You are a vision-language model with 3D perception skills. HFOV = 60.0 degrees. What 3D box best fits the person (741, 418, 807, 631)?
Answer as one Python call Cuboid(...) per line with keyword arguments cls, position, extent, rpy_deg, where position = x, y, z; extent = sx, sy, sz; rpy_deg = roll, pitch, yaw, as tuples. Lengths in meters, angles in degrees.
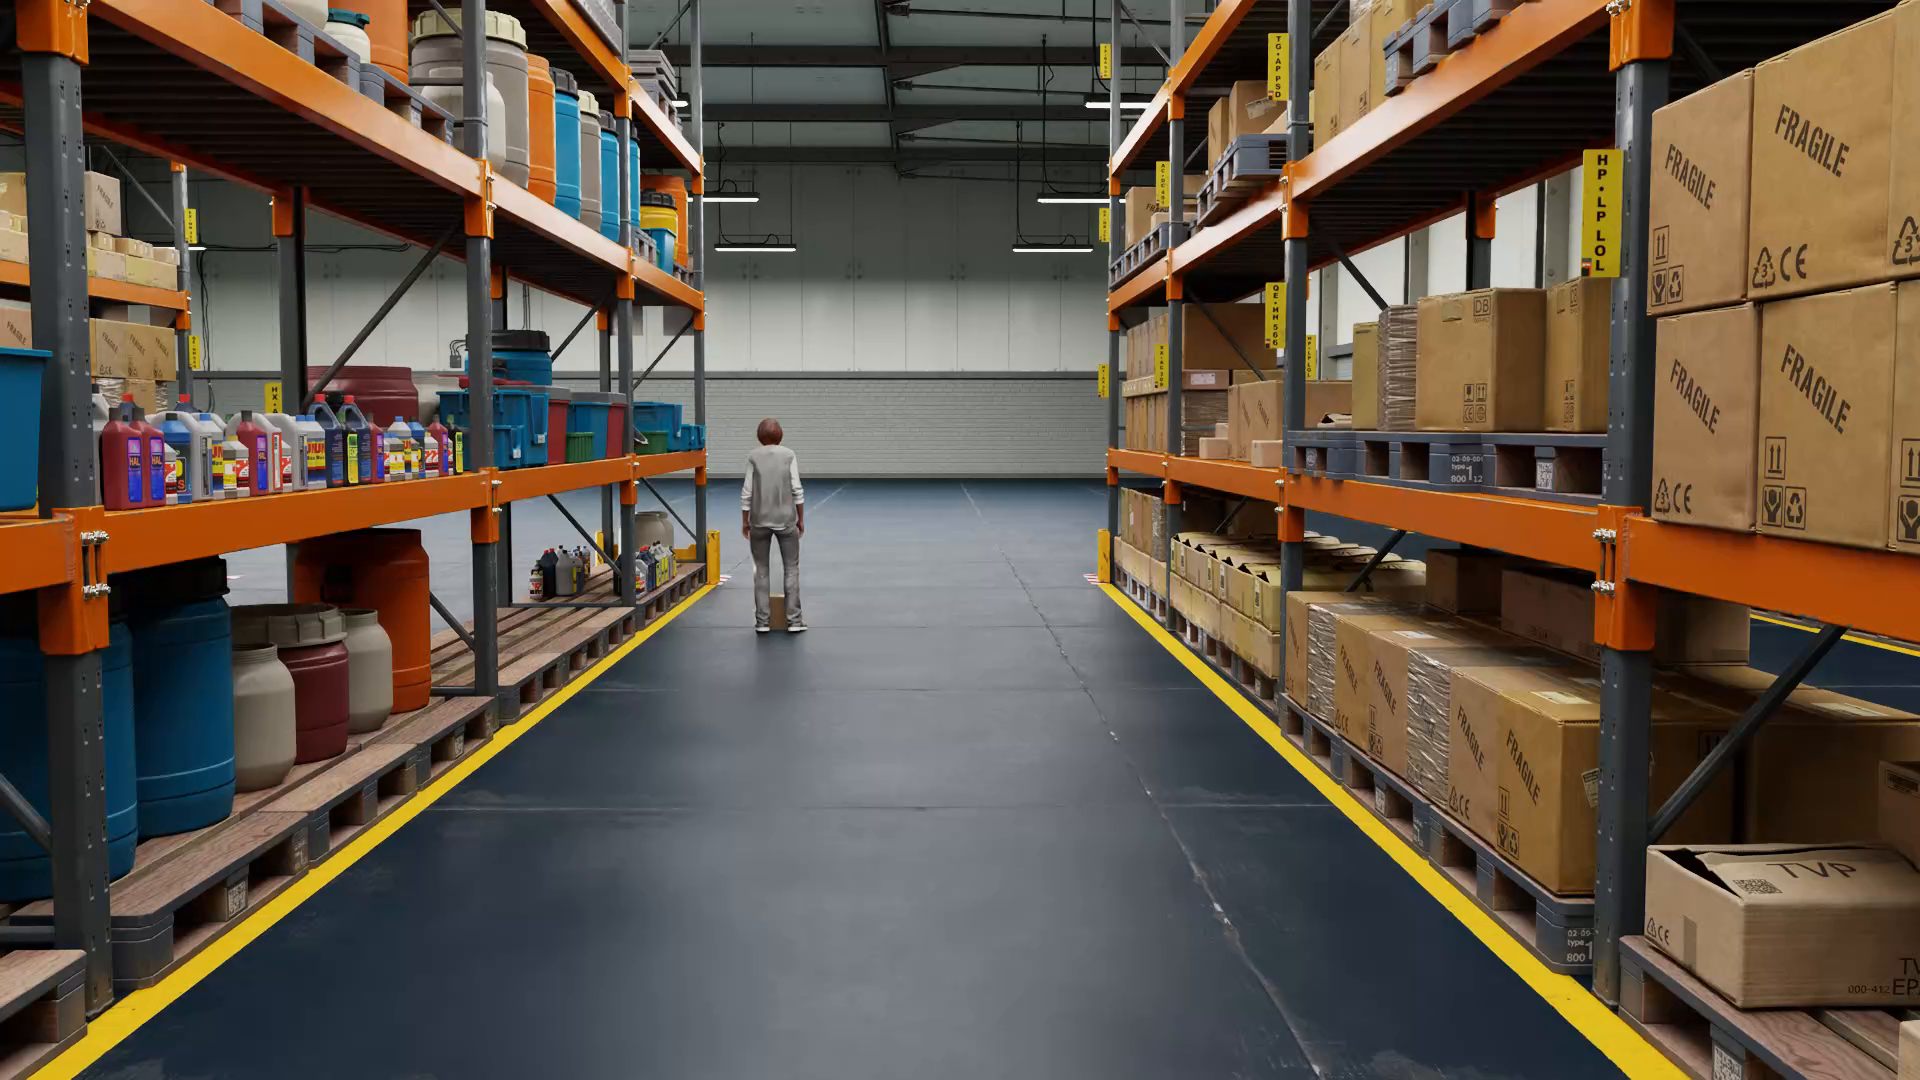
Cuboid(cls="person", position=(-1.382, -0.111, 12.340), extent=(0.484, 1.592, 0.346), rpy_deg=(0, 4, -5))
